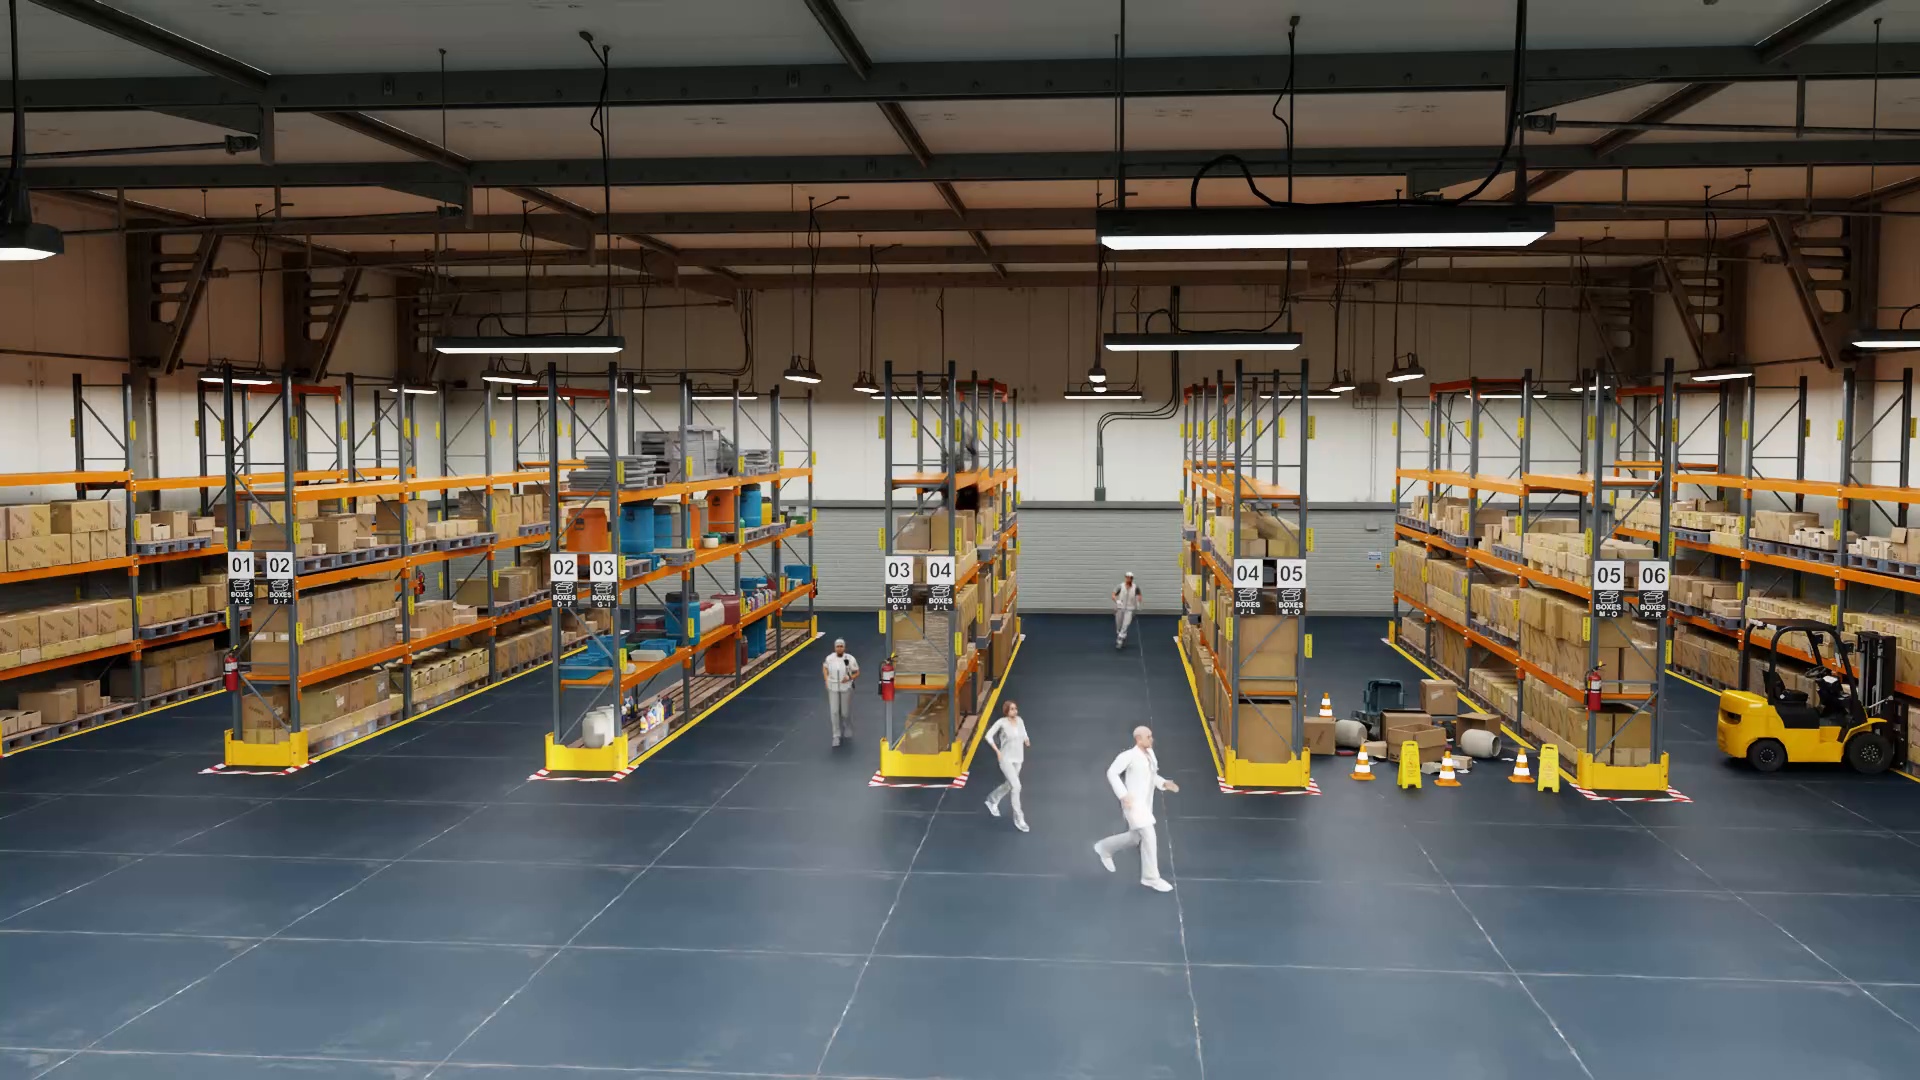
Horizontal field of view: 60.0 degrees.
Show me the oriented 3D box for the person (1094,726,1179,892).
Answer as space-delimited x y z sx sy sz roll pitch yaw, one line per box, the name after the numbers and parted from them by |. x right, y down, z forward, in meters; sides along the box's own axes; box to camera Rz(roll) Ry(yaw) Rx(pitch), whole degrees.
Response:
1.891 2.920 18.311 1.007 1.773 0.678 2 4 33 | person

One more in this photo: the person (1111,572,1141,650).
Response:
3.832 1.604 38.331 0.693 1.764 0.881 0 4 6 | person

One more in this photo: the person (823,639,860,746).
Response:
-1.912 2.413 26.666 0.617 1.668 0.837 0 4 2 | person

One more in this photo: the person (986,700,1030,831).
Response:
0.626 2.827 21.076 0.524 1.590 0.820 -3 5 -39 | person
